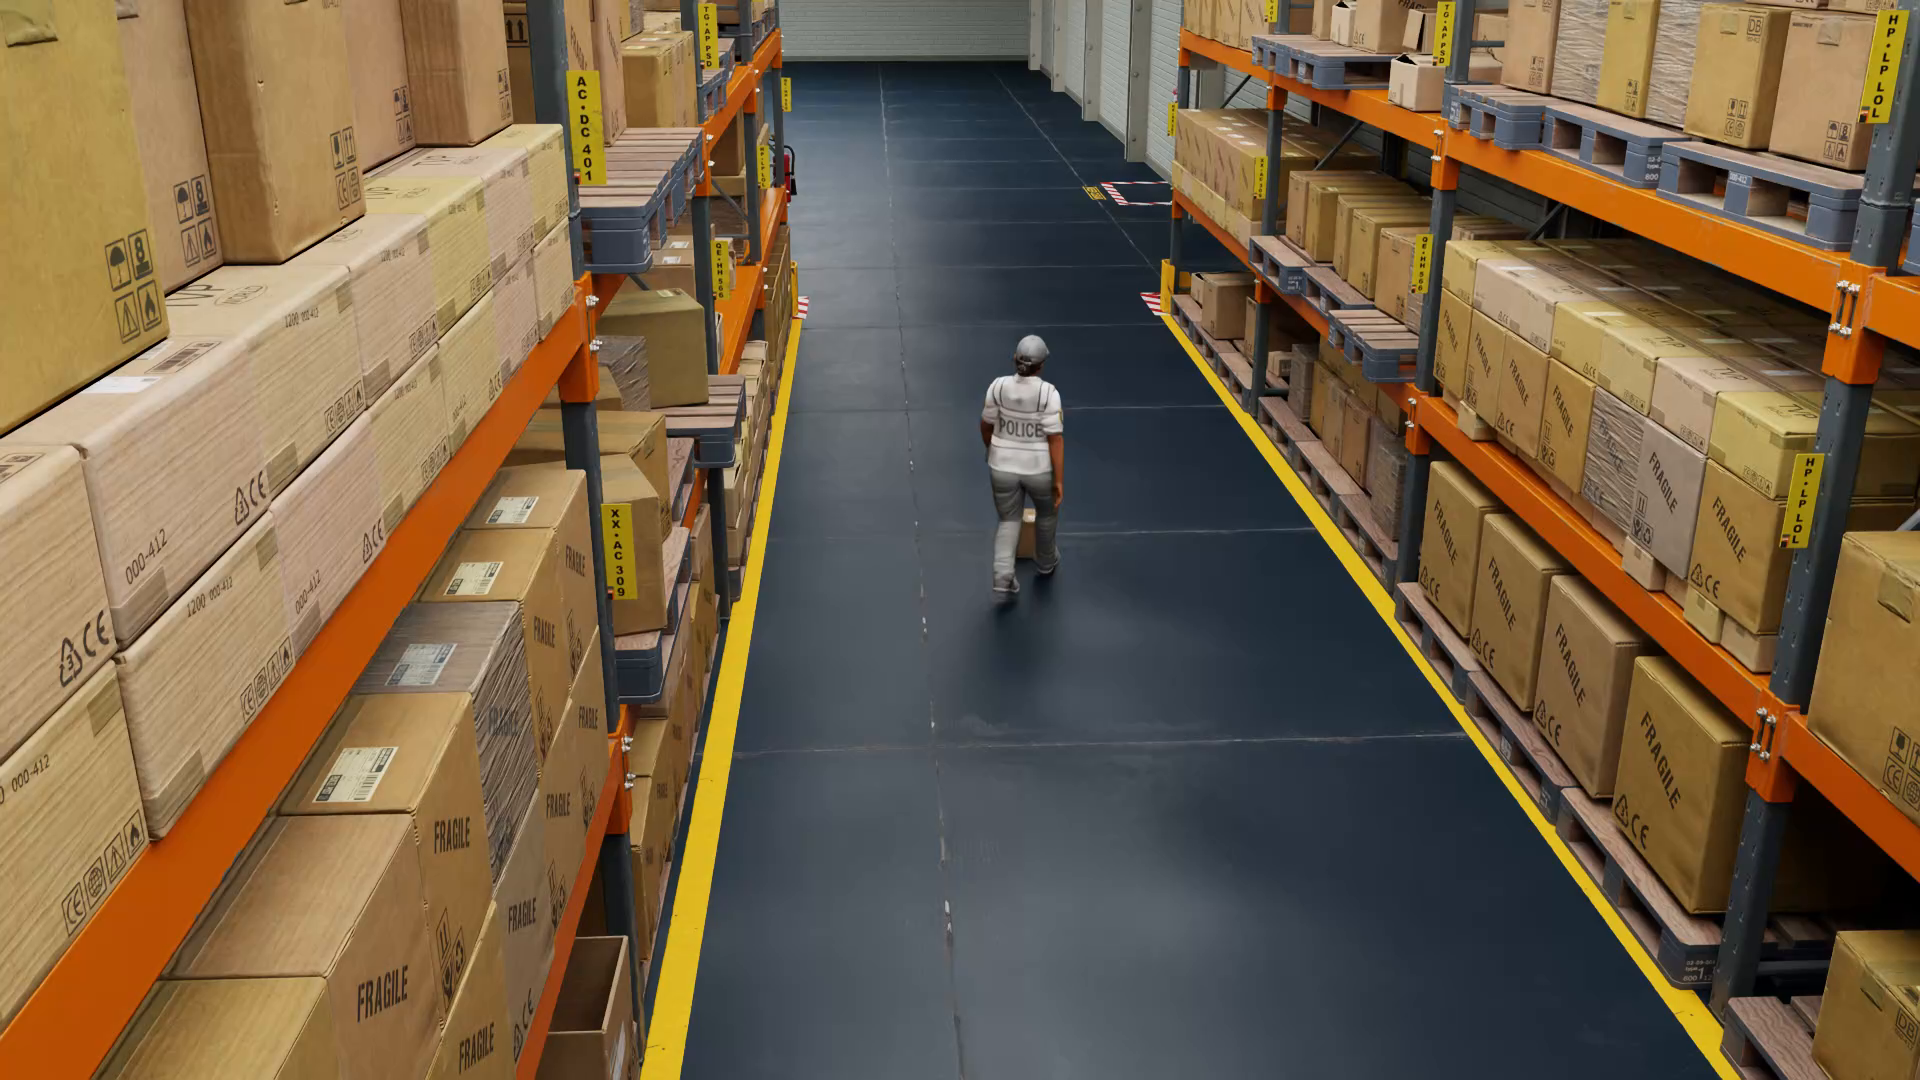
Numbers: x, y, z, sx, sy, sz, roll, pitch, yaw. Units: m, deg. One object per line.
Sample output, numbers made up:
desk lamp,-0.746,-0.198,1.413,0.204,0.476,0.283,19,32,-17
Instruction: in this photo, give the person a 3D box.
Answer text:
person,0.402,-0.482,9.915,0.524,1.594,0.905,5,21,12
